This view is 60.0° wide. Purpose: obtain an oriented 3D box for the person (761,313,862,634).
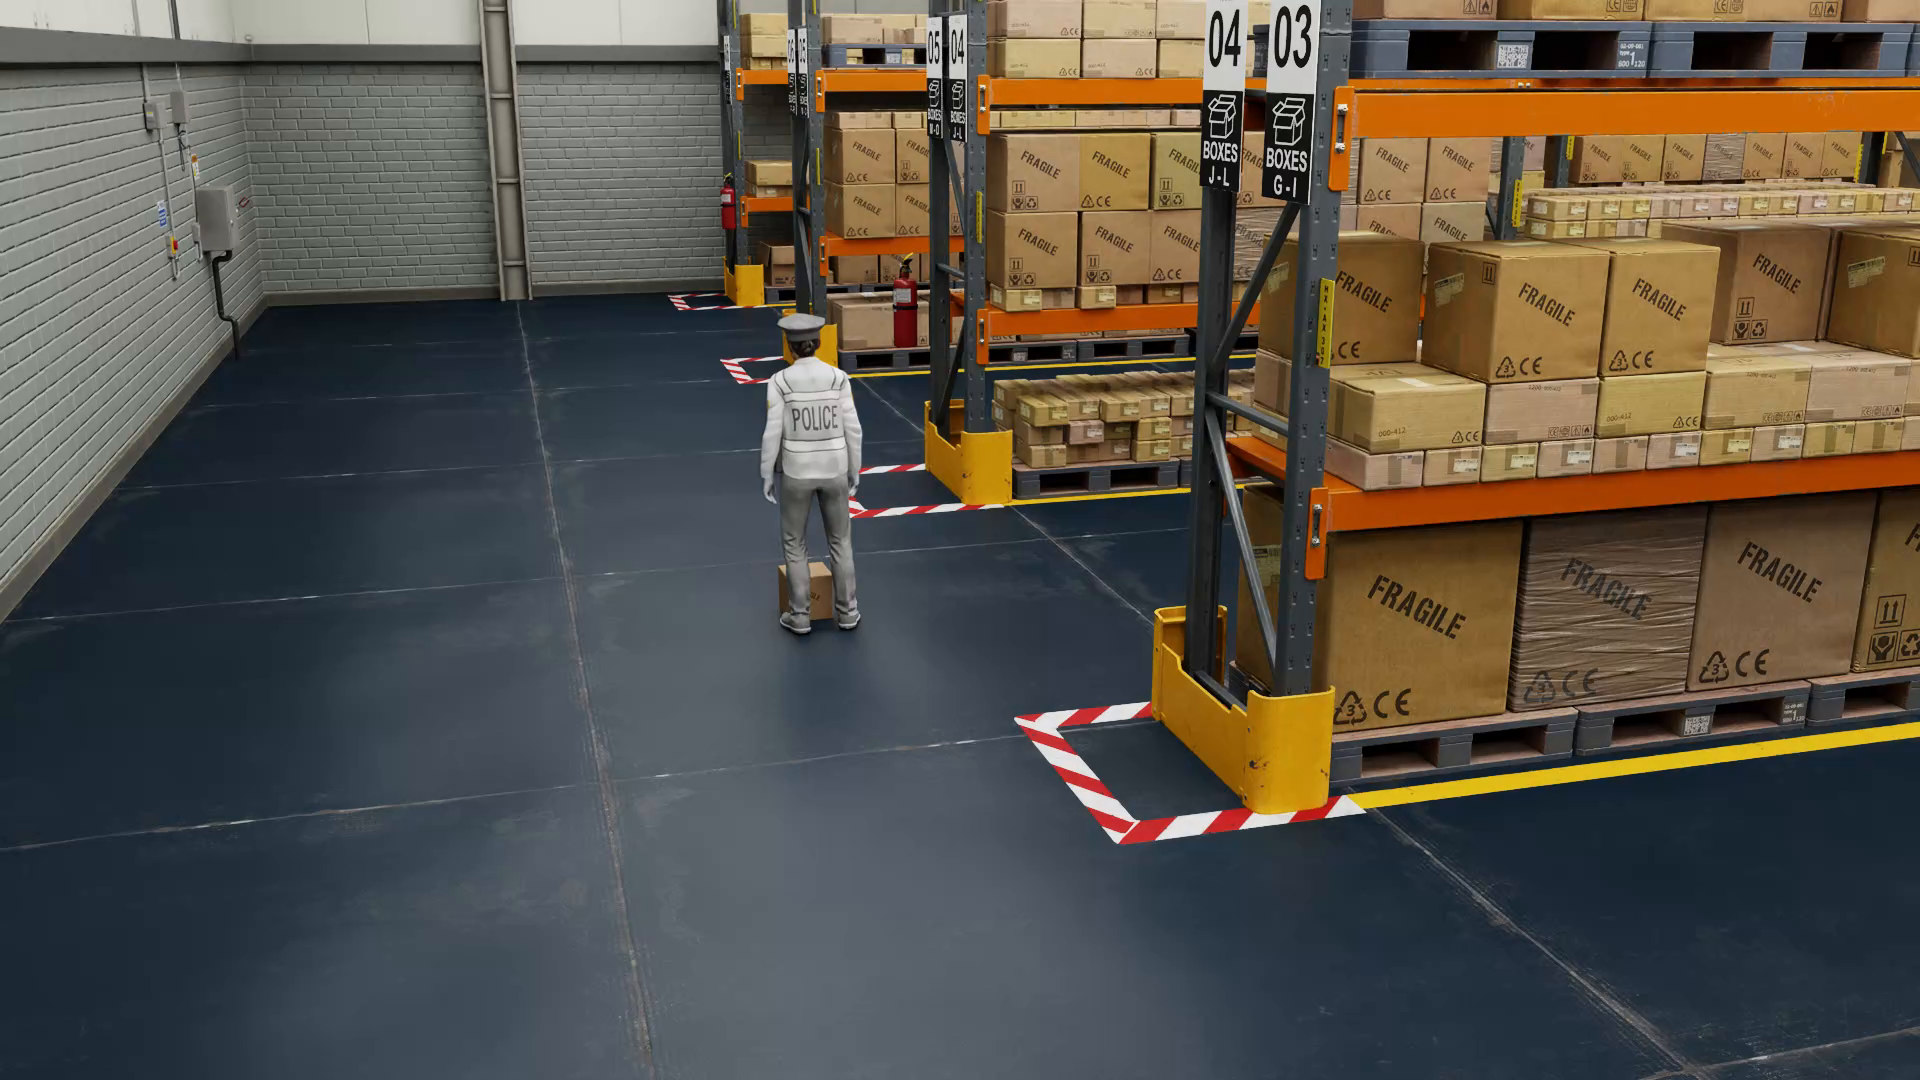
[{"bbox_3d":[-0.774,-0.333,8.678,0.535,1.663,0.379,-5,17,-16],"label":"person"}]
